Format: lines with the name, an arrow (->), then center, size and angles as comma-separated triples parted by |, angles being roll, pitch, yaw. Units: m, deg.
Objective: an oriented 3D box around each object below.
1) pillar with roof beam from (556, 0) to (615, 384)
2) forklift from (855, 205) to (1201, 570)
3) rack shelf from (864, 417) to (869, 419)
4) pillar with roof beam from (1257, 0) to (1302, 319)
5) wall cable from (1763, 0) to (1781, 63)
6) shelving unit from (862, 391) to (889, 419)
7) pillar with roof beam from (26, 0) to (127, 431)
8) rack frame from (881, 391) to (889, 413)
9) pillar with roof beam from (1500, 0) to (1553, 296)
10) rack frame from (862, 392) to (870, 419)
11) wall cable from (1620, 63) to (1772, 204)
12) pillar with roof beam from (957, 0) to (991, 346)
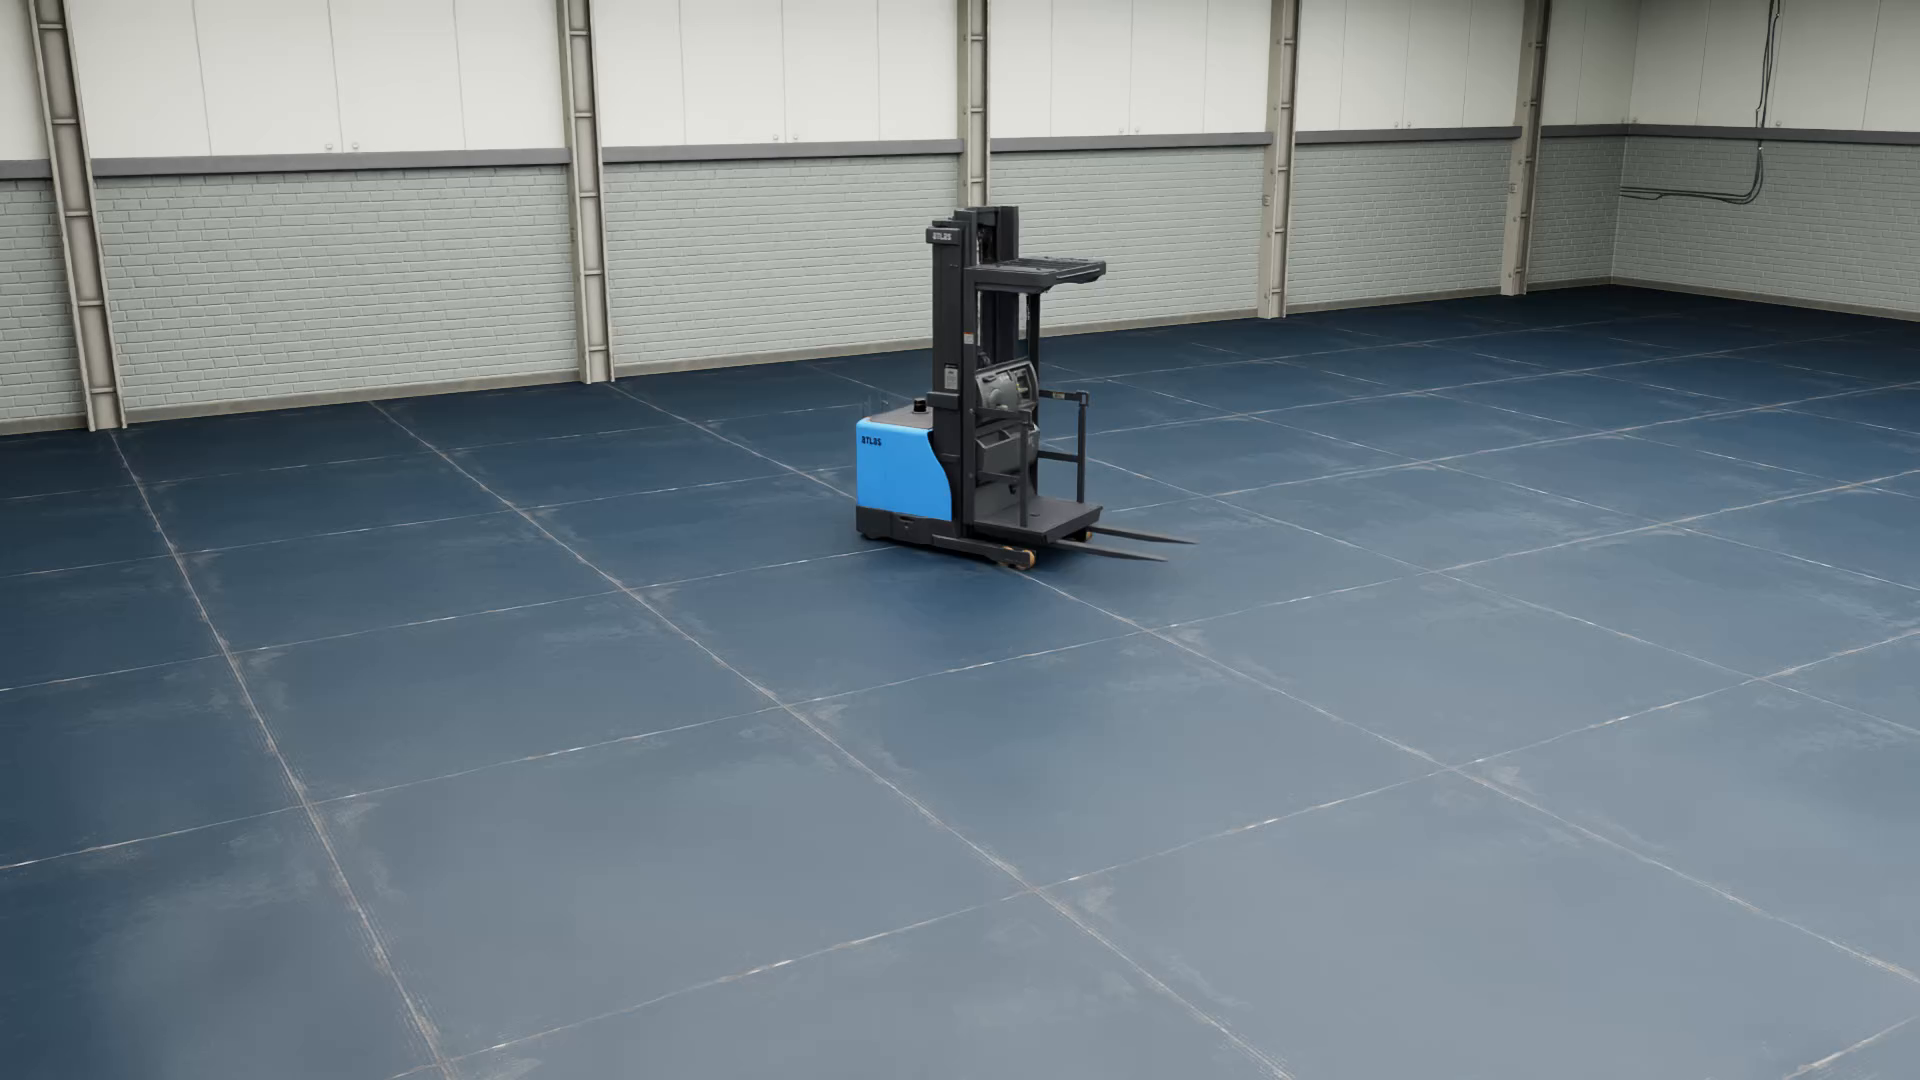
pillar with roof beam -> -2.722, -5.504, 17.873 | 0.400, 9.000, 9.100 | -9, 18, -30
forklift -> 0.579, -1.324, 14.204 | 3.031, 2.935, 1.130 | 10, 18, 31
rack shelf -> -0.774, -1.070, 15.332 | 0.180, 0.103, 0.258 | -6, 17, -19
pillar with roof beam -> 7.564, -7.172, 23.823 | 0.400, 9.000, 9.100 | -9, 18, -30
wall cable -> 15.090, -9.416, 28.226 | 0.112, 2.526, 3.097 | -9, 18, -30
shelving unit -> -0.773, -0.767, 15.419 | 0.189, 1.200, 0.258 | -6, 17, -19
pillar with roof beam -> -7.865, -4.670, 14.897 | 0.400, 9.000, 9.100 | -9, 18, -30
rack frame -> -0.687, -0.775, 15.448 | 0.006, 1.200, 0.240 | -6, 17, -19
pillar with roof beam -> 12.707, -8.006, 26.799 | 0.400, 9.000, 9.100 | -9, 18, -30
rack frame -> -0.859, -0.758, 15.389 | 0.006, 1.200, 0.240 | -6, 17, -19
wall cable -> 13.696, -7.611, 31.141 | 0.112, 2.526, 3.097 | -9, 18, -30
pillar with roof beam -> 2.421, -6.338, 20.848 | 0.400, 9.000, 9.100 | -9, 18, -30
